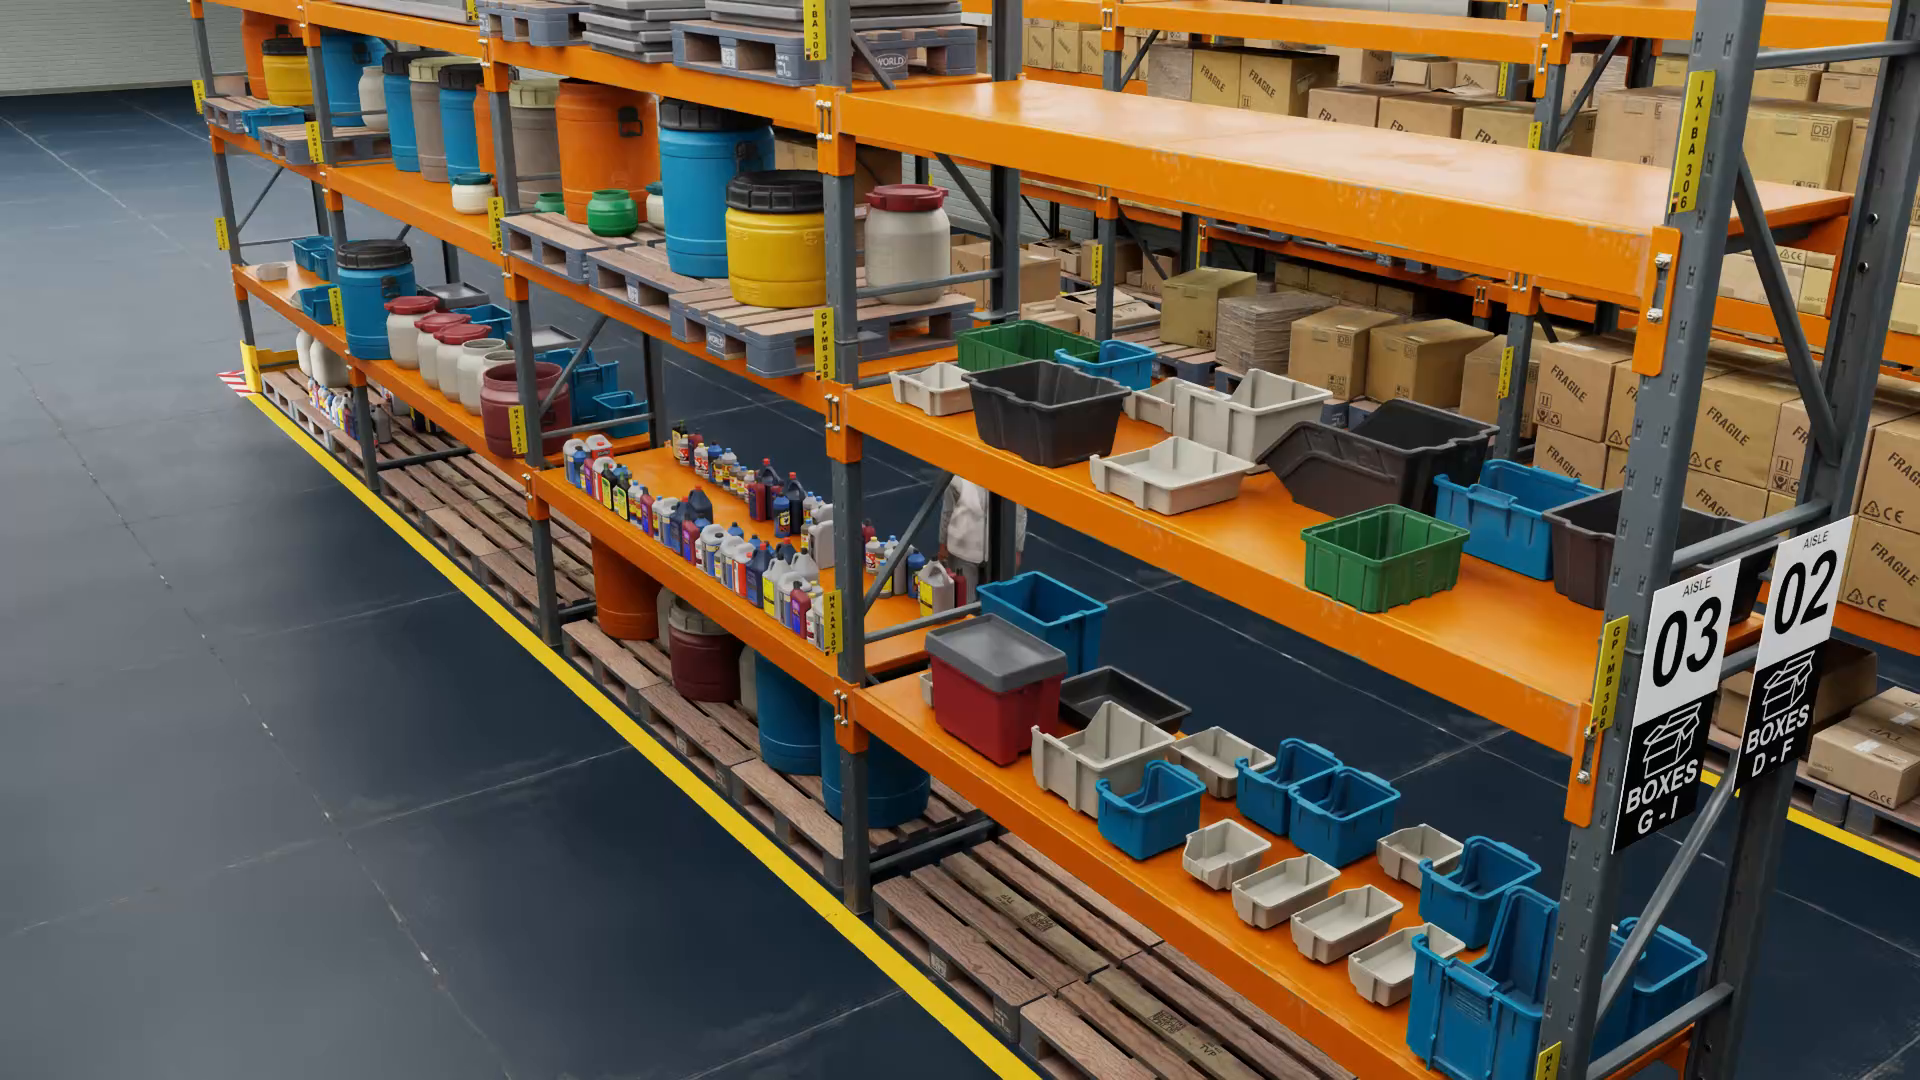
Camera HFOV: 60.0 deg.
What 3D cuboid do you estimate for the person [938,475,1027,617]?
[{"bbox_3d":[0.151,0.077,10.806,0.567,1.759,0.488,-4,21,-9],"label":"person"}]
